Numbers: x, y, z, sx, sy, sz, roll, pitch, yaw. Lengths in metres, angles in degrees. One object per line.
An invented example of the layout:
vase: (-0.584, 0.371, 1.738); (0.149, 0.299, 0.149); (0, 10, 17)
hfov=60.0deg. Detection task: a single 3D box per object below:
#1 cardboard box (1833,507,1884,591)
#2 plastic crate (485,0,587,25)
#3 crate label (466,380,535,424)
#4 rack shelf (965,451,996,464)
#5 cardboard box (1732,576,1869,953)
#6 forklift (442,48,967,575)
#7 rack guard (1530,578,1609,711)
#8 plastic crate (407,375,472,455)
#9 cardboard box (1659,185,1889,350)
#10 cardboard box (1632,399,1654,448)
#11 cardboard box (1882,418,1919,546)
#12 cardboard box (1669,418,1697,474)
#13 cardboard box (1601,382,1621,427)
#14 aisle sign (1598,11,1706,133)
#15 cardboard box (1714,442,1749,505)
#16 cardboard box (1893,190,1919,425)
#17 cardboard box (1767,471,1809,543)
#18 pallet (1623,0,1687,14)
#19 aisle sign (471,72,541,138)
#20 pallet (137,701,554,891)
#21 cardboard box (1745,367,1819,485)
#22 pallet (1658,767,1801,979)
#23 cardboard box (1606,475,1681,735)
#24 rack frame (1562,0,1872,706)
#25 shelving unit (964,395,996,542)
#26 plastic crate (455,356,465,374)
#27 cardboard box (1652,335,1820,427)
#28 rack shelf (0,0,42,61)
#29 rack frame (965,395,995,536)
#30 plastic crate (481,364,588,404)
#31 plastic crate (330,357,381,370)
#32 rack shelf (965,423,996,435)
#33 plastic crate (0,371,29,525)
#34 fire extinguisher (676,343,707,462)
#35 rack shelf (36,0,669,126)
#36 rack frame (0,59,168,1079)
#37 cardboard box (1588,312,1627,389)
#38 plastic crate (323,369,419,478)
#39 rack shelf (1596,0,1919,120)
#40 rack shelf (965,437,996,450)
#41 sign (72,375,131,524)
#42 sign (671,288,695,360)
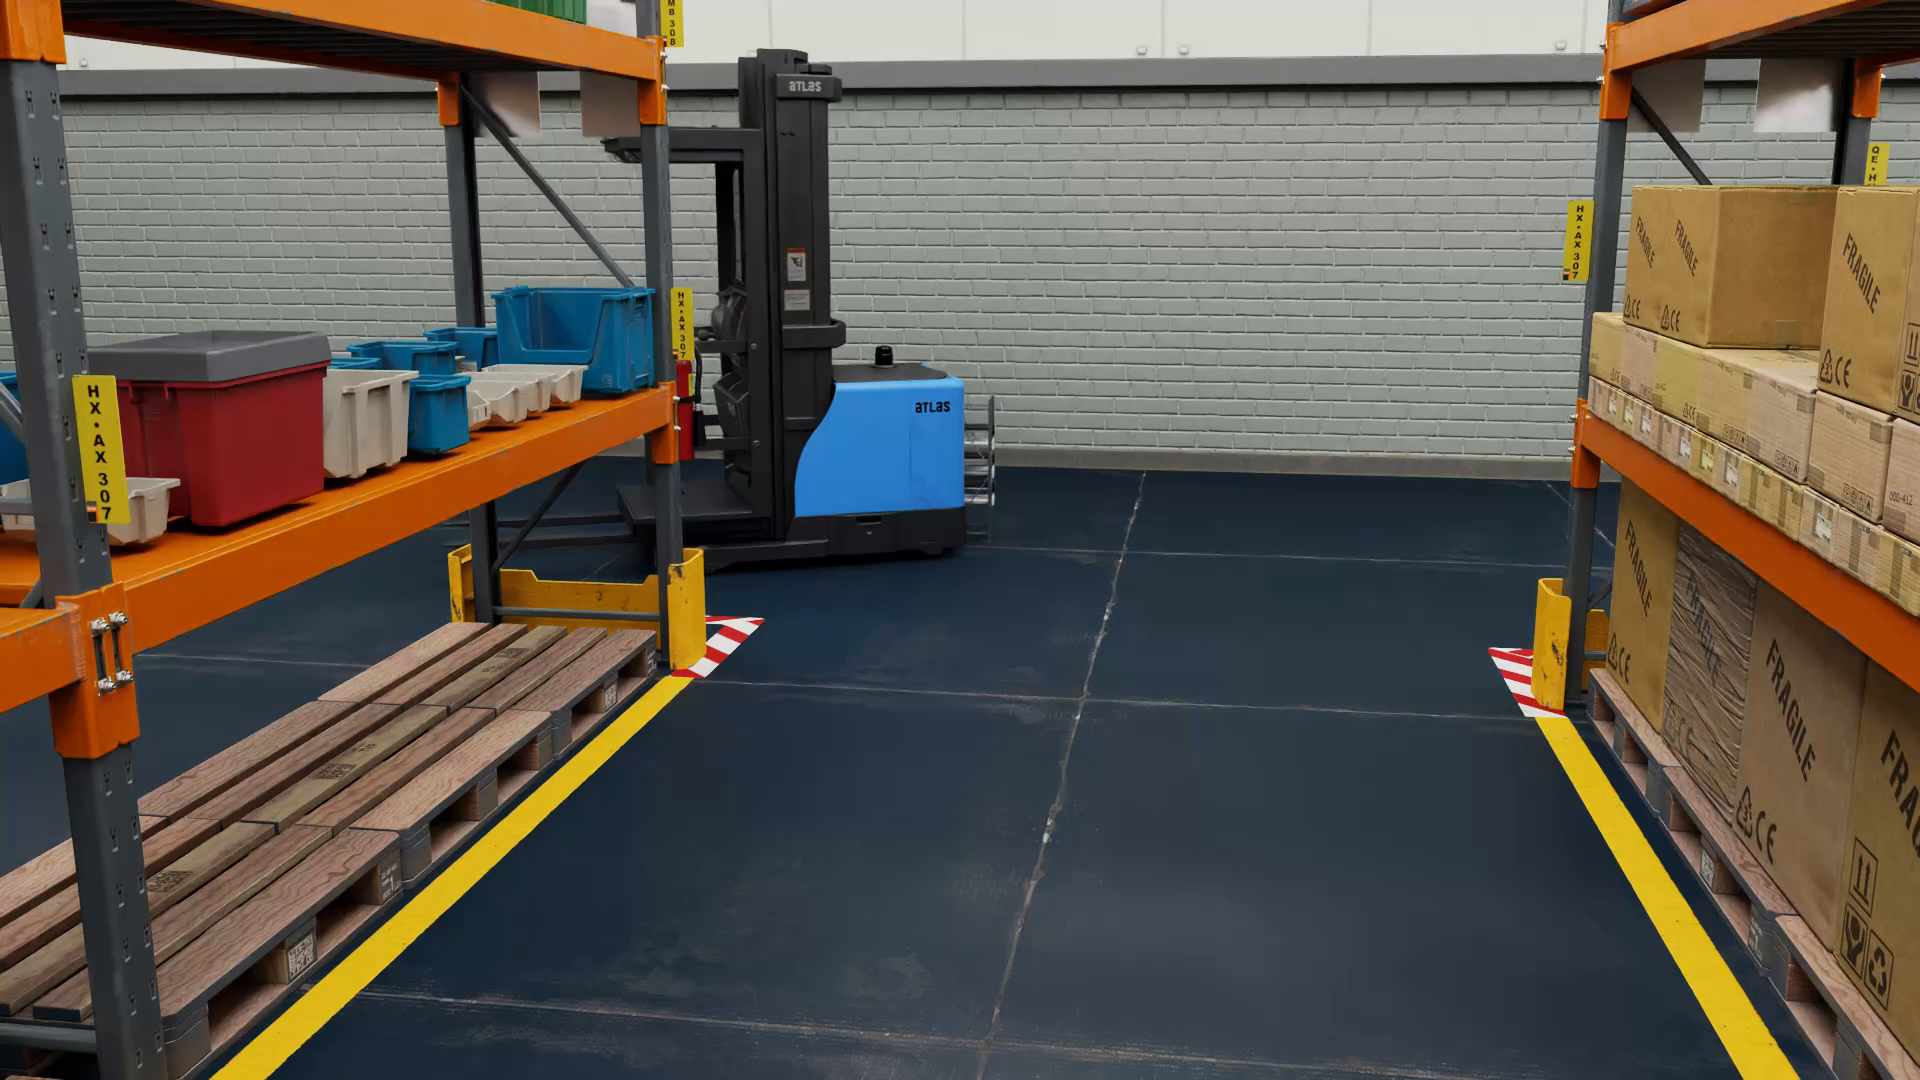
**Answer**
cardboard box: (2.281, 0.023, 3.862); (0.380, 0.149, 0.250); (2, 12, 8)
plastic crate: (-1.670, -2.060, 6.314); (0.450, 0.188, 0.336); (2, 12, 9)
crate label: (-1.824, -0.518, 6.259); (0.396, 0.136, 0.243); (2, 12, 9)
rack shelf: (0.087, -0.504, 10.428); (0.258, 0.077, 0.200); (1, 12, 6)
cardboard box: (2.798, 0.593, 4.669); (0.875, 0.875, 0.875); (2, 12, 9)
forklift: (-1.535, -1.341, 9.761); (3.031, 2.935, 1.130); (-4, 13, -16)
rack guard: (3.097, 0.466, 7.145); (1.175, 0.500, 0.348); (2, 12, 9)
plastic crate: (-1.863, -0.423, 5.592); (0.416, 0.233, 0.300); (2, 12, 9)
cardboard box: (2.603, -0.887, 5.357); (0.500, 0.500, 0.500); (2, 12, 7)
cardboard box: (2.597, -0.404, 5.844); (0.380, 0.149, 0.250); (2, 12, 8)
cardboard box: (2.287, -0.091, 3.445); (0.500, 0.250, 0.500); (2, 12, 8)
cardboard box: (2.518, -0.297, 5.350); (0.380, 0.149, 0.250); (2, 12, 8)
cardboard box: (2.675, -0.512, 6.344); (0.380, 0.149, 0.250); (2, 12, 8)
aisle sign: (2.808, -2.047, 6.699); (0.394, 0.787, 0.004); (2, 12, 9)
cardboard box: (2.439, -0.190, 4.852); (0.380, 0.149, 0.250); (2, 12, 10)
cardboard box: (2.285, -0.461, 3.385); (0.500, 0.500, 0.500); (2, 12, 10)
cardboard box: (2.360, -0.084, 4.359); (0.380, 0.149, 0.250); (2, 12, 10)
pallet: (2.990, -2.019, 5.834); (1.003, 0.211, 1.213); (2, 12, 9)
aisle sign: (-2.083, -2.207, 7.444); (0.394, 0.787, 0.004); (2, 12, 9)
pallet: (-2.155, 0.875, 5.931); (1.003, 0.211, 1.213); (2, 12, 9)
cardboard box: (2.443, -0.305, 4.439); (0.500, 0.250, 0.500); (2, 12, 10)
pallet: (2.858, 1.034, 5.193); (1.003, 0.211, 1.213); (2, 12, 9)
cardboard box: (3.074, 0.218, 6.408); (0.875, 0.875, 0.875); (2, 12, 9)
rack frame: (3.094, -0.751, 6.859); (1.000, 3.000, 0.127); (2, 12, 9)
shelving unit: (0.087, -0.449, 10.439); (0.258, 0.900, 0.210); (1, 12, 6)
plastic crate: (-2.295, -0.707, 7.138); (0.250, 0.136, 0.298); (2, 12, 9)
cardboard box: (2.599, -0.519, 5.432); (0.500, 0.250, 0.500); (1, 12, 7)
rack shelf: (-2.723, -0.777, 1.568); (1.077, 0.370, 4.000); (2, 12, 9)
rack frame: (0.097, -0.470, 10.538); (0.240, 0.900, 0.006); (1, 12, 6)
plastic crate: (-1.747, -0.636, 6.810); (0.396, 0.136, 0.243); (2, 12, 9)
plastic crate: (-2.366, -0.544, 6.154); (0.416, 0.233, 0.300); (2, 12, 9)
rack shelf: (0.087, -0.680, 10.390); (0.258, 0.077, 0.200); (1, 12, 6)
plastic crate: (-2.681, -0.209, 4.237); (0.392, 0.384, 0.575); (2, 12, 9)
fire extinguisher: (-1.328, -0.708, 7.728); (0.296, 0.674, 0.183); (2, 12, 9)
rack shelf: (-2.108, -1.610, 5.431); (1.077, 0.370, 4.000); (2, 12, 9)
rack frame: (-2.412, -0.079, 3.739); (0.949, 2.616, 0.053); (2, 12, 9)
cardboard box: (2.753, -0.732, 6.420); (0.500, 0.250, 0.500); (2, 12, 7)
plastic crate: (-1.999, -0.362, 5.193); (0.437, 0.282, 0.530); (2, 12, 9)
rack shelf: (2.786, -1.449, 4.687); (1.077, 0.370, 4.000); (2, 12, 9)
rack shelf: (0.087, -0.592, 10.409); (0.258, 0.077, 0.200); (1, 12, 6)
sign: (-1.872, -0.196, 3.626); (0.100, 0.325, 0.005); (2, 12, 9)
sign: (-1.254, -0.977, 7.519); (0.100, 0.325, 0.005); (2, 12, 9)
